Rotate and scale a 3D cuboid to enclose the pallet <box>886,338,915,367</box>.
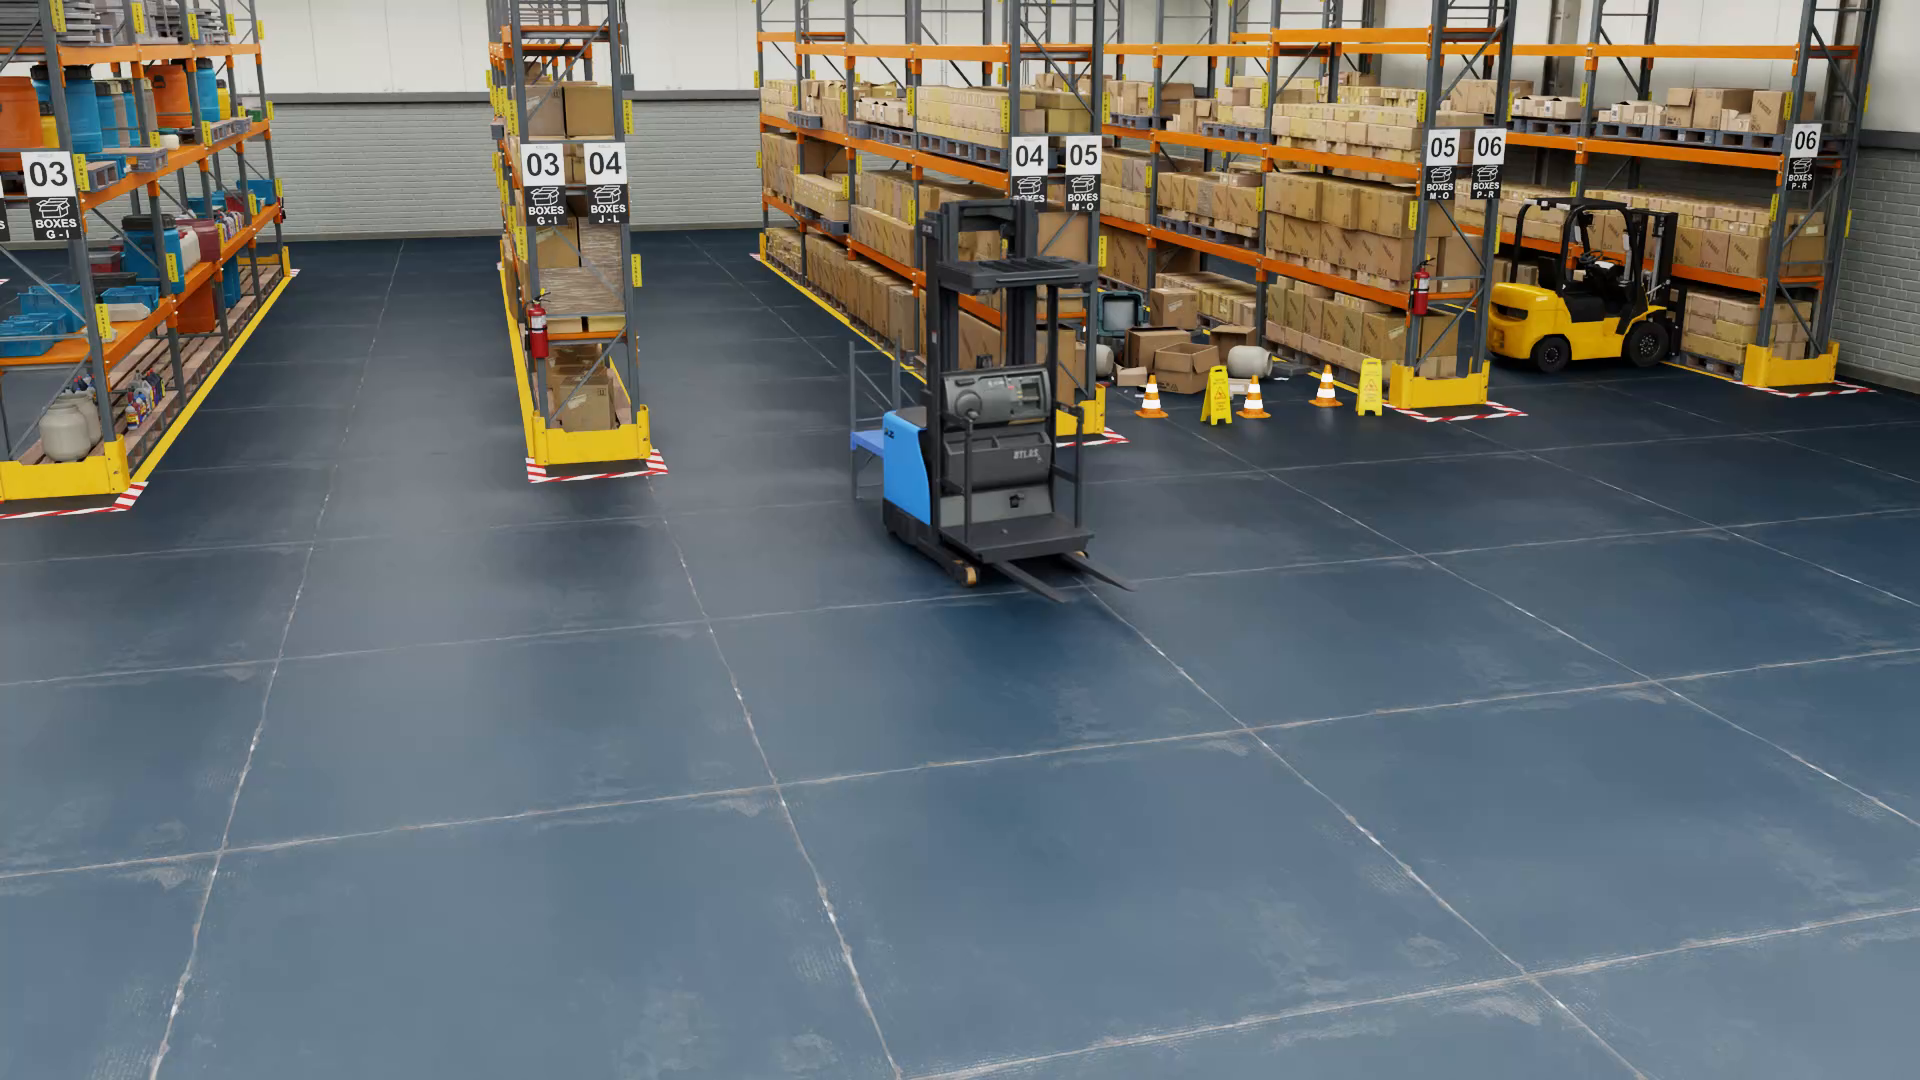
[{"bbox_3d":[-0.383,-2.610,22.773,1.003,0.211,1.213,-5,17,-15],"label":"pallet"}]

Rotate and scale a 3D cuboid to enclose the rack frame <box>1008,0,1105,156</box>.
[{"bbox_3d":[1.001,-5.505,17.135,1.000,3.000,0.127,-5,17,-15],"label":"rack frame"}]

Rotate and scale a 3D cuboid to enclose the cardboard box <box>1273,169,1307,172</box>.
[{"bbox_3d":[6.555,-7.232,33.058,0.500,0.250,0.500,-5,17,-16],"label":"cardboard box"}]

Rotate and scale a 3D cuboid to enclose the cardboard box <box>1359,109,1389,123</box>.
[{"bbox_3d":[5.107,-5.179,20.317,0.380,0.149,0.250,-5,17,-17],"label":"cardboard box"}]

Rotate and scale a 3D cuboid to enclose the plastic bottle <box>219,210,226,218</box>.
[{"bbox_3d":[-11.428,-4.931,25.741,0.144,0.351,0.185,-5,17,-15],"label":"plastic bottle"}]

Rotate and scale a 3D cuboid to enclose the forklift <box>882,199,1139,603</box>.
[{"bbox_3d":[4.058,-3.761,21.879,15.389,2.935,16.233,-8,18,-24],"label":"forklift"}]

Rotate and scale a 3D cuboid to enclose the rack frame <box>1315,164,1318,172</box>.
[{"bbox_3d":[7.206,-6.763,31.754,1.000,3.000,0.127,-5,17,-15],"label":"rack frame"}]

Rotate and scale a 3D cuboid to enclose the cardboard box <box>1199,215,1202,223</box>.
[{"bbox_3d":[3.833,-4.866,25.145,0.380,0.149,0.250,-4,17,-13],"label":"cardboard box"}]

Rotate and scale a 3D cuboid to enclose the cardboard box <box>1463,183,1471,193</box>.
[{"bbox_3d":[8.364,-5.690,26.879,0.380,0.149,0.250,-4,17,-15],"label":"cardboard box"}]

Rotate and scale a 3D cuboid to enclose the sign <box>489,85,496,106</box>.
[{"bbox_3d":[-7.627,-7.264,27.171,0.100,0.325,0.005,-5,17,-15],"label":"sign"}]

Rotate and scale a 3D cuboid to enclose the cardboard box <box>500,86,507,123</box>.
[{"bbox_3d":[-6.113,-6.054,23.134,0.500,0.500,0.500,-5,17,-15],"label":"cardboard box"}]

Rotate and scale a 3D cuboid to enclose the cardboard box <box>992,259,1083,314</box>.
[{"bbox_3d":[0.855,-2.802,18.306,0.875,0.550,0.550,-5,17,-15],"label":"cardboard box"}]

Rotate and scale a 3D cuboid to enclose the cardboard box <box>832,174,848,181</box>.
[{"bbox_3d":[-1.999,-6.221,28.620,0.380,0.149,0.250,-4,17,-13],"label":"cardboard box"}]

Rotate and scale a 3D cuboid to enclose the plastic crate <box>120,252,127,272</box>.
[{"bbox_3d":[-10.260,-3.255,20.102,0.392,0.384,0.575,-5,17,-15],"label":"plastic crate"}]

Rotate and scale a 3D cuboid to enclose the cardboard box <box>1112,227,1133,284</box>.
[{"bbox_3d":[3.183,-4.892,28.486,0.875,0.875,0.875,-4,17,-15],"label":"cardboard box"}]

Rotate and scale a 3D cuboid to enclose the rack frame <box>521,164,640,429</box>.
[{"bbox_3d":[-3.796,-2.267,16.786,1.000,3.000,0.127,-5,17,-15],"label":"rack frame"}]

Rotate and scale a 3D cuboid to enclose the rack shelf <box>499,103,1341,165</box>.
[{"bbox_3d":[-1.230,-6.147,24.831,10.859,0.892,8.446,-5,17,-15],"label":"rack shelf"}]

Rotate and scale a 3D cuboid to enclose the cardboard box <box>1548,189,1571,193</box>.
[{"bbox_3d":[9.289,-5.311,25.616,0.380,0.149,0.250,-5,17,-15],"label":"cardboard box"}]

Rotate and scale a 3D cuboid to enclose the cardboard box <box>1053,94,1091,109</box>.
[{"bbox_3d":[1.215,-4.696,17.804,0.380,0.149,0.250,-5,17,-15],"label":"cardboard box"}]

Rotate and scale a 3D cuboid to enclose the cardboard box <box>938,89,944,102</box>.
[{"bbox_3d":[-0.043,-5.276,19.734,0.380,0.149,0.250,-5,17,-15],"label":"cardboard box"}]

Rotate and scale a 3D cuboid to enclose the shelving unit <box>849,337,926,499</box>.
[{"bbox_3d":[-0.579,-1.008,15.199,0.538,1.500,1.048,-8,18,-24],"label":"shelving unit"}]

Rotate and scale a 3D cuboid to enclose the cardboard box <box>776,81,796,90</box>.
[{"bbox_3d":[-3.116,-8.235,30.137,0.380,0.149,0.250,-5,17,-16],"label":"cardboard box"}]

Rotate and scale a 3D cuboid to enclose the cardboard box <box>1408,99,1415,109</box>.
[{"bbox_3d":[7.876,-7.440,28.359,0.380,0.149,0.250,-4,17,-14],"label":"cardboard box"}]

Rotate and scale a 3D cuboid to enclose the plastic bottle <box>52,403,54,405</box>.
[{"bbox_3d":[-9.534,-1.290,17.488,0.061,0.283,0.133,-4,17,-14],"label":"plastic bottle"}]

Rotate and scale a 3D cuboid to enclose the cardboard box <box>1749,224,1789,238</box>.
[{"bbox_3d":[10.139,-3.876,20.842,0.380,0.149,0.250,-4,17,-14],"label":"cardboard box"}]

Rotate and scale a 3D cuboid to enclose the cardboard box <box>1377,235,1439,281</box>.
[{"bbox_3d":[5.318,-3.369,19.764,0.500,0.500,0.500,-5,17,-16],"label":"cardboard box"}]

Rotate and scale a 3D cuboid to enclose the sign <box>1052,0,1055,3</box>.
[{"bbox_3d":[1.861,-10.874,33.248,0.100,0.325,0.005,-5,17,-15],"label":"sign"}]

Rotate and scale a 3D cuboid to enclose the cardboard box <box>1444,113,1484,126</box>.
[{"bbox_3d":[5.831,-4.863,19.265,0.380,0.149,0.250,-5,17,-16],"label":"cardboard box"}]

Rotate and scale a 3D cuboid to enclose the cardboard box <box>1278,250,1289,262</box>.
[{"bbox_3d":[4.530,-3.859,22.520,0.380,0.149,0.250,-4,17,-14],"label":"cardboard box"}]

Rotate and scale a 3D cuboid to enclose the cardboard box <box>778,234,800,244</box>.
[{"bbox_3d":[-3.198,-5.644,31.217,0.380,0.149,0.250,-4,17,-14],"label":"cardboard box"}]

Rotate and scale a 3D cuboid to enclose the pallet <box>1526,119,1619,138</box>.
[{"bbox_3d":[9.150,-6.138,24.792,0.805,0.209,1.217,-5,18,-17],"label":"pallet"}]

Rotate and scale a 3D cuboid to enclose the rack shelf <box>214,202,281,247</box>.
[{"bbox_3d":[-12.406,-5.404,28.477,1.077,0.370,4.000,-5,17,-15],"label":"rack shelf"}]

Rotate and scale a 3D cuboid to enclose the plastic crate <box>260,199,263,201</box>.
[{"bbox_3d":[-12.492,-5.911,29.271,0.396,0.136,0.243,-5,17,-15],"label":"plastic crate"}]

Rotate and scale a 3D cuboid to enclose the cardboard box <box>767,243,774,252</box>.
[{"bbox_3d":[-3.560,-5.723,32.515,0.380,0.149,0.250,-4,17,-14],"label":"cardboard box"}]

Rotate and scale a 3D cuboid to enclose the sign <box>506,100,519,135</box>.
[{"bbox_3d":[1.701,-7.147,23.492,16.084,1.929,11.994,-5,17,-15],"label":"sign"}]

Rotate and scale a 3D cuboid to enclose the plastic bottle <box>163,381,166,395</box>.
[{"bbox_3d":[-9.258,-1.777,19.253,0.097,0.201,0.097,0,17,0],"label":"plastic bottle"}]

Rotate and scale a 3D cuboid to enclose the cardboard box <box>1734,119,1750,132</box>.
[{"bbox_3d":[9.984,-5.215,20.917,0.380,0.149,0.250,-5,17,-17],"label":"cardboard box"}]

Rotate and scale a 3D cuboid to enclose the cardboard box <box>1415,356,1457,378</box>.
[{"bbox_3d":[5.777,-2.180,20.545,0.500,0.250,0.500,-5,17,-16],"label":"cardboard box"}]

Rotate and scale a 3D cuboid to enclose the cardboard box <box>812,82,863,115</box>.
[{"bbox_3d":[-1.999,-7.200,27.084,0.797,0.503,0.637,-5,17,-16],"label":"cardboard box"}]

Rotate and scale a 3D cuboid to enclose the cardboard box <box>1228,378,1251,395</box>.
[{"bbox_3d":[3.430,-1.888,20.479,0.380,0.149,0.250,4,17,13],"label":"cardboard box"}]

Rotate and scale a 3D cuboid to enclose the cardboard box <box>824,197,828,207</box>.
[{"bbox_3d":[-1.921,-5.314,26.120,0.380,0.149,0.250,-4,17,-14],"label":"cardboard box"}]

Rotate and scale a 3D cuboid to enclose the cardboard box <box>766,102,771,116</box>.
[{"bbox_3d":[-3.378,-8.131,31.355,0.500,0.250,0.500,-4,17,-13],"label":"cardboard box"}]

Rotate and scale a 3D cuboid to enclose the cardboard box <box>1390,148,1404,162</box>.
[{"bbox_3d":[5.265,-4.510,19.474,0.380,0.149,0.250,-5,17,-15],"label":"cardboard box"}]

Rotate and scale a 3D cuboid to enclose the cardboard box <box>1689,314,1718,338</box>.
[{"bbox_3d":[9.942,-2.817,21.798,0.500,0.250,0.500,-5,17,-16],"label":"cardboard box"}]

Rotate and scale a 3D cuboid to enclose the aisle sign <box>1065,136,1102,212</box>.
[{"bbox_3d":[1.309,-3.881,17.638,0.394,0.787,0.004,-5,17,-15],"label":"aisle sign"}]

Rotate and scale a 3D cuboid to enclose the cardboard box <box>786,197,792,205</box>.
[{"bbox_3d":[-2.943,-6.178,30.242,0.380,0.149,0.250,-5,18,-18],"label":"cardboard box"}]

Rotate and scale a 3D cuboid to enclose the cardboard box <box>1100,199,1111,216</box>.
[{"bbox_3d":[2.699,-5.731,28.576,0.500,0.250,0.500,-5,17,-16],"label":"cardboard box"}]

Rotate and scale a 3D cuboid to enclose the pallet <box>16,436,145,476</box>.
[{"bbox_3d":[-8.843,-0.783,16.690,1.003,0.211,1.213,-5,17,-15],"label":"pallet"}]

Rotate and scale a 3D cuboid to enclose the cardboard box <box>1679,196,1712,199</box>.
[{"bbox_3d":[10.104,-4.630,22.834,0.380,0.149,0.250,-5,17,-16],"label":"cardboard box"}]

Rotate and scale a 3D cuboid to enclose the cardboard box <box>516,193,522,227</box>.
[{"bbox_3d":[-4.877,-3.760,19.327,0.500,0.500,0.500,-5,17,-15],"label":"cardboard box"}]

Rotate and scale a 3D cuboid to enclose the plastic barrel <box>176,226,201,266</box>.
[{"bbox_3d":[-10.269,-3.874,21.942,0.421,0.512,0.421,0,17,0],"label":"plastic barrel"}]

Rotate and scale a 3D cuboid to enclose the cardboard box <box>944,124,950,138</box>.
[{"bbox_3d":[0.026,-4.823,19.614,0.380,0.149,0.250,-5,17,-15],"label":"cardboard box"}]
